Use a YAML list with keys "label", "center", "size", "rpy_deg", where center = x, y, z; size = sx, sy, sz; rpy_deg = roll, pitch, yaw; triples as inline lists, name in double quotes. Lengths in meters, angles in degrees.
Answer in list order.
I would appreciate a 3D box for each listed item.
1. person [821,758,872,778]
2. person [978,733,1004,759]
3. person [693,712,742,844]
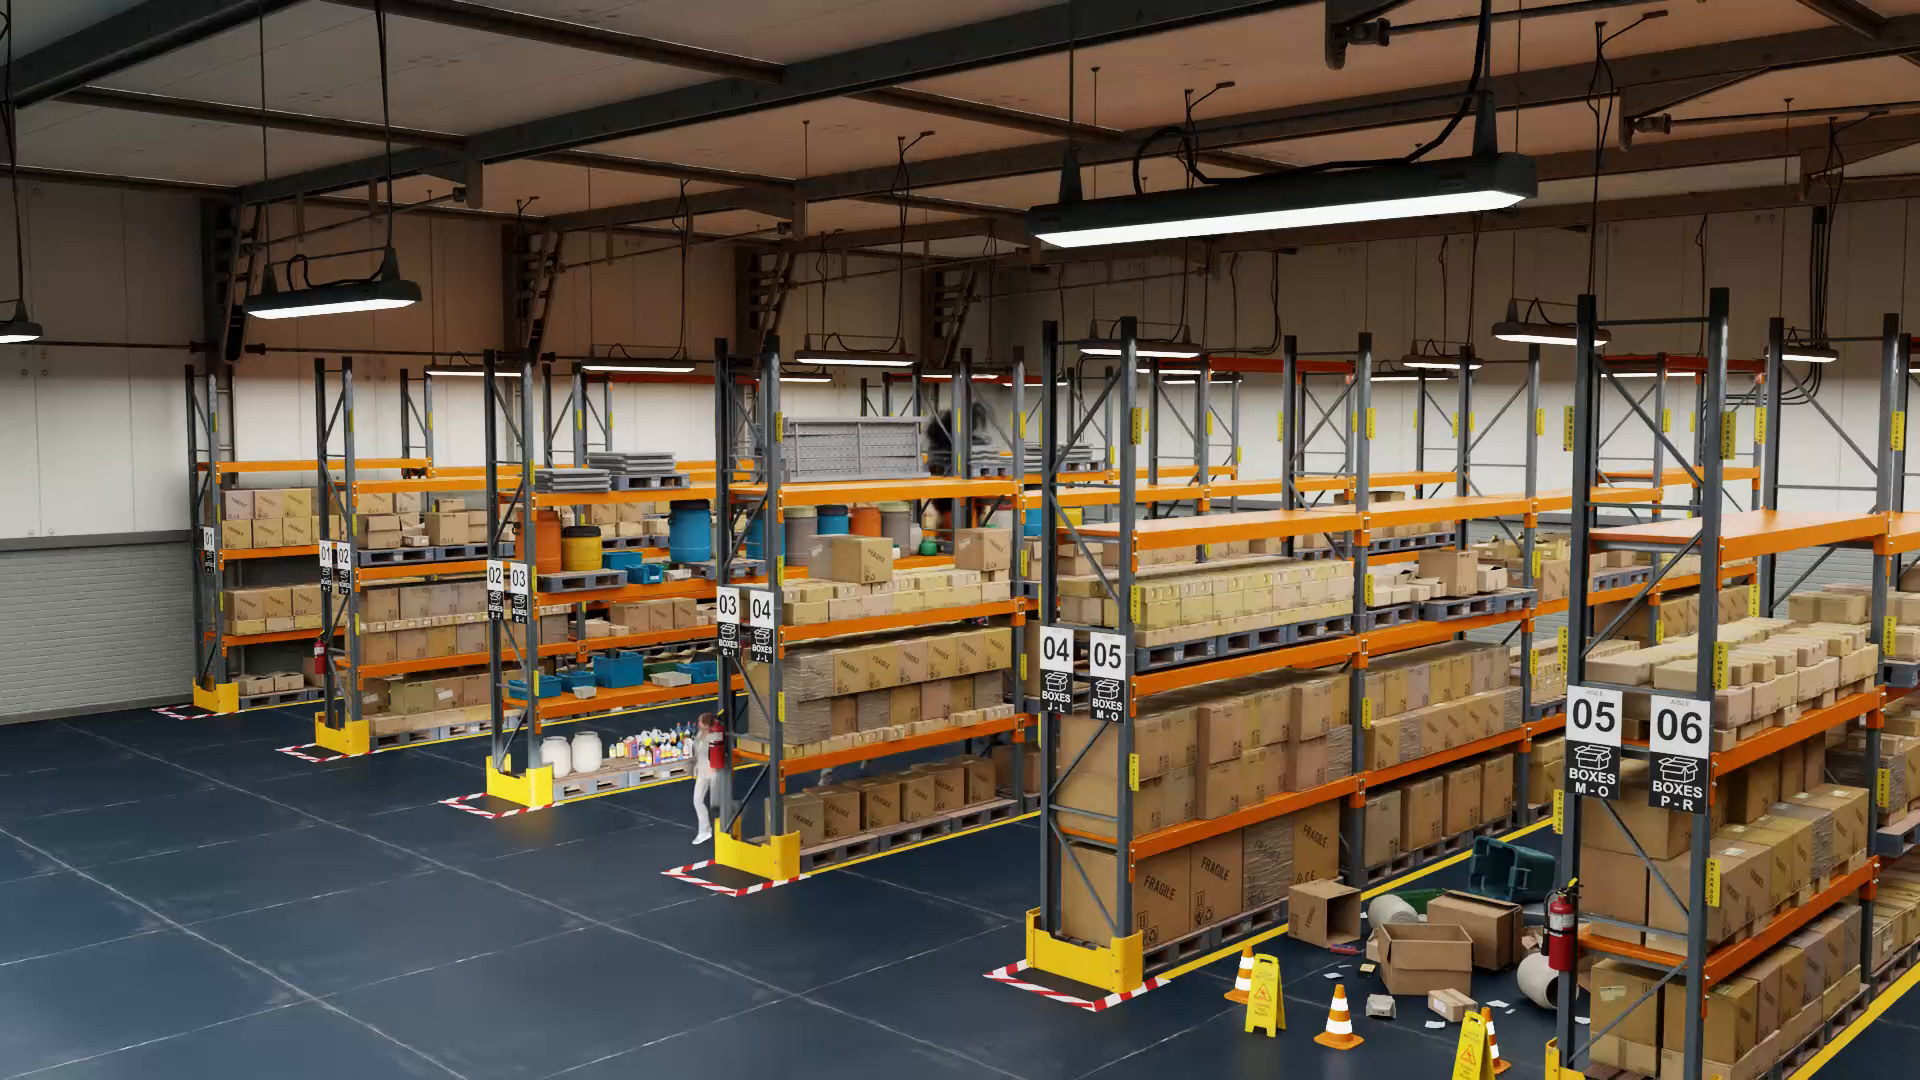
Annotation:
- label: "person"
  center: [-1.539, 2.449, 23.170]
  size: [0.623, 1.664, 0.970]
  rpy_deg: [3, 5, 32]
- label: "person"
  center: [0.506, 2.636, 24.029]
  size: [0.544, 1.416, 0.578]
  rpy_deg: [4, 6, 40]
- label: "person"
  center: [-2.967, 2.851, 20.195]
  size: [0.565, 1.573, 0.755]
  rpy_deg: [3, 6, 38]
